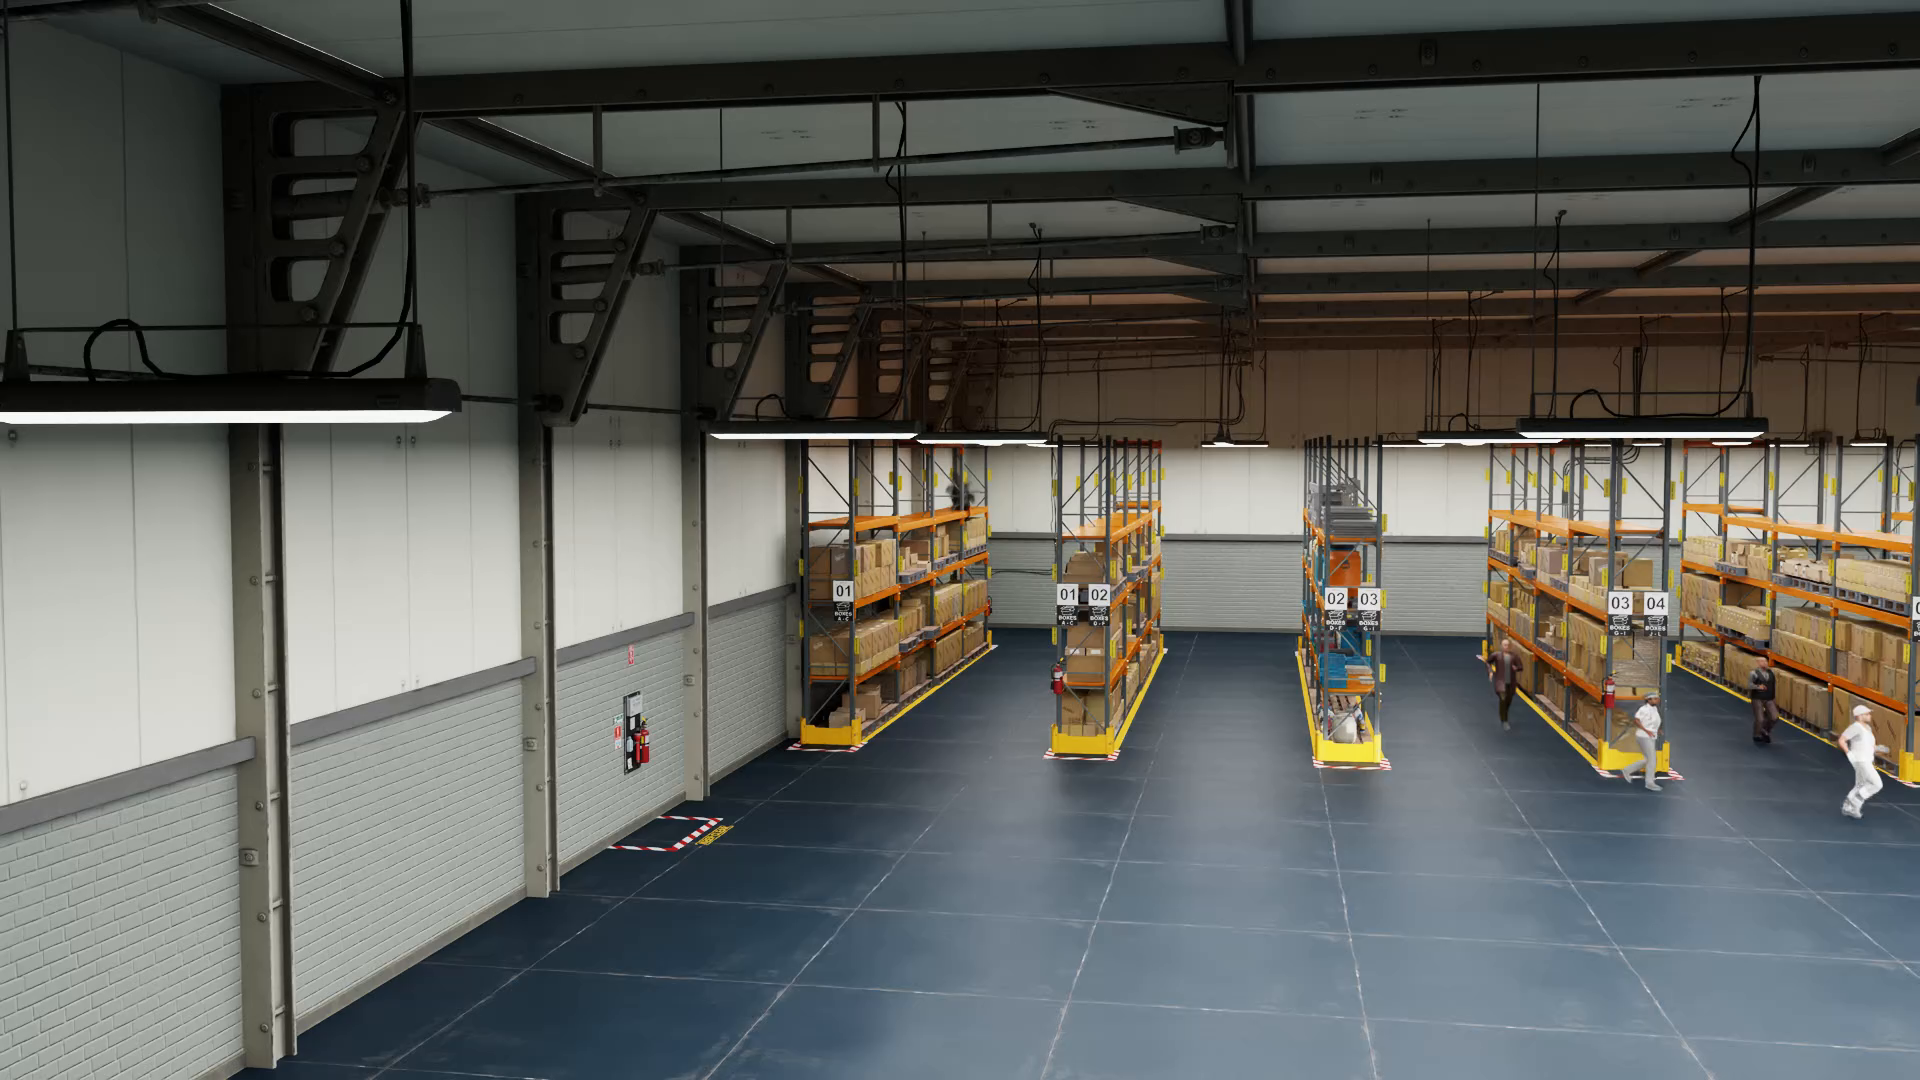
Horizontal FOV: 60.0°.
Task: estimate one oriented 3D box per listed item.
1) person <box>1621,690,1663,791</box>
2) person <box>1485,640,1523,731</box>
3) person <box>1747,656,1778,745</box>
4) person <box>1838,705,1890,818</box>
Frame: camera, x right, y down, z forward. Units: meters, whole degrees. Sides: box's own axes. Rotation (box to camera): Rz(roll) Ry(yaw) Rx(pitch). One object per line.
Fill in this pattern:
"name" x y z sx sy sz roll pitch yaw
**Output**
"person" 11.668 3.371 28.268 0.638 1.655 0.713 -3 4 -44
"person" 11.234 2.957 34.268 0.687 1.807 0.991 0 3 -1
"person" 15.616 3.128 32.269 0.642 1.714 0.647 0 3 3
"person" 13.997 3.434 25.710 0.650 1.742 0.646 3 4 42
